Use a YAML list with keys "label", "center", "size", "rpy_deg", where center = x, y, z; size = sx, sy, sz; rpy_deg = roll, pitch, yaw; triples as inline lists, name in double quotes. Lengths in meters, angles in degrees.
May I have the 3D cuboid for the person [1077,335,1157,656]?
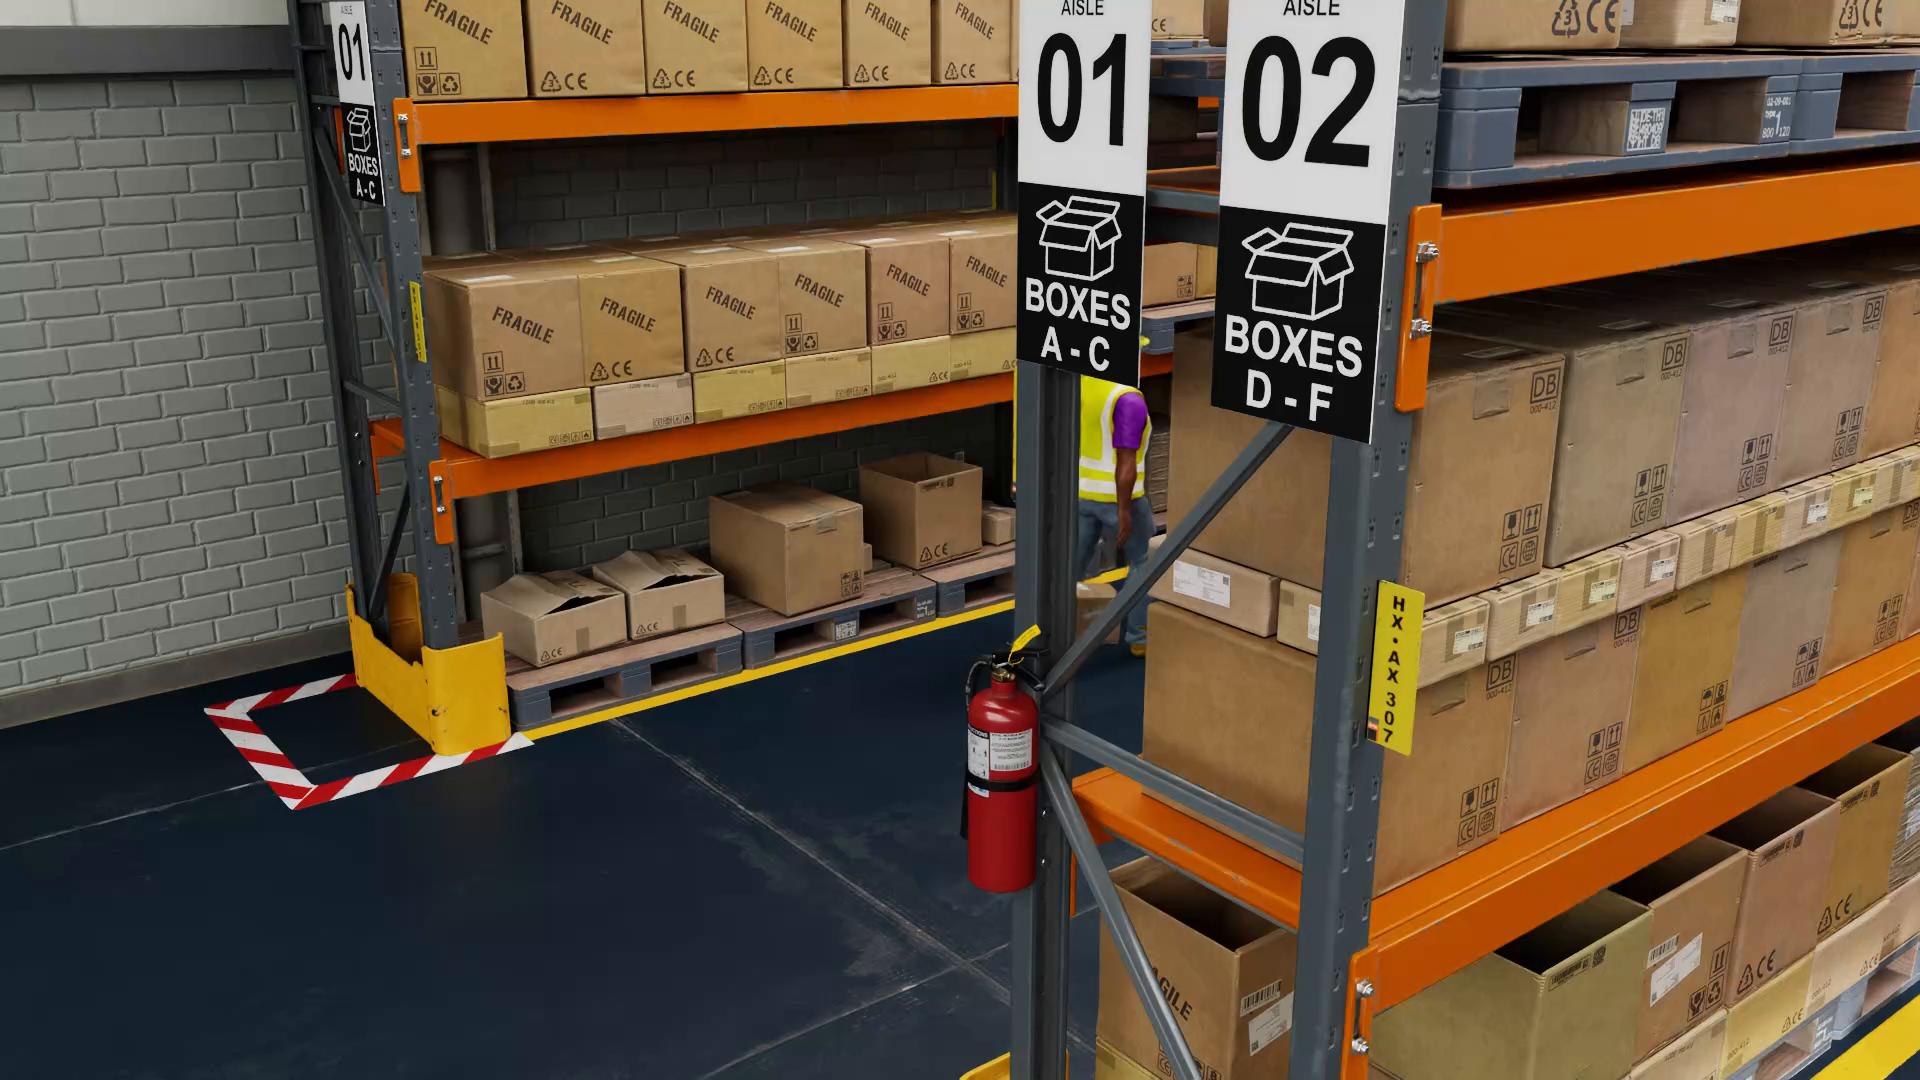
- label: "person"
  center: [0.683, -0.227, 8.263]
  size: [0.928, 1.728, 0.592]
  rpy_deg: [-14, 22, -38]
